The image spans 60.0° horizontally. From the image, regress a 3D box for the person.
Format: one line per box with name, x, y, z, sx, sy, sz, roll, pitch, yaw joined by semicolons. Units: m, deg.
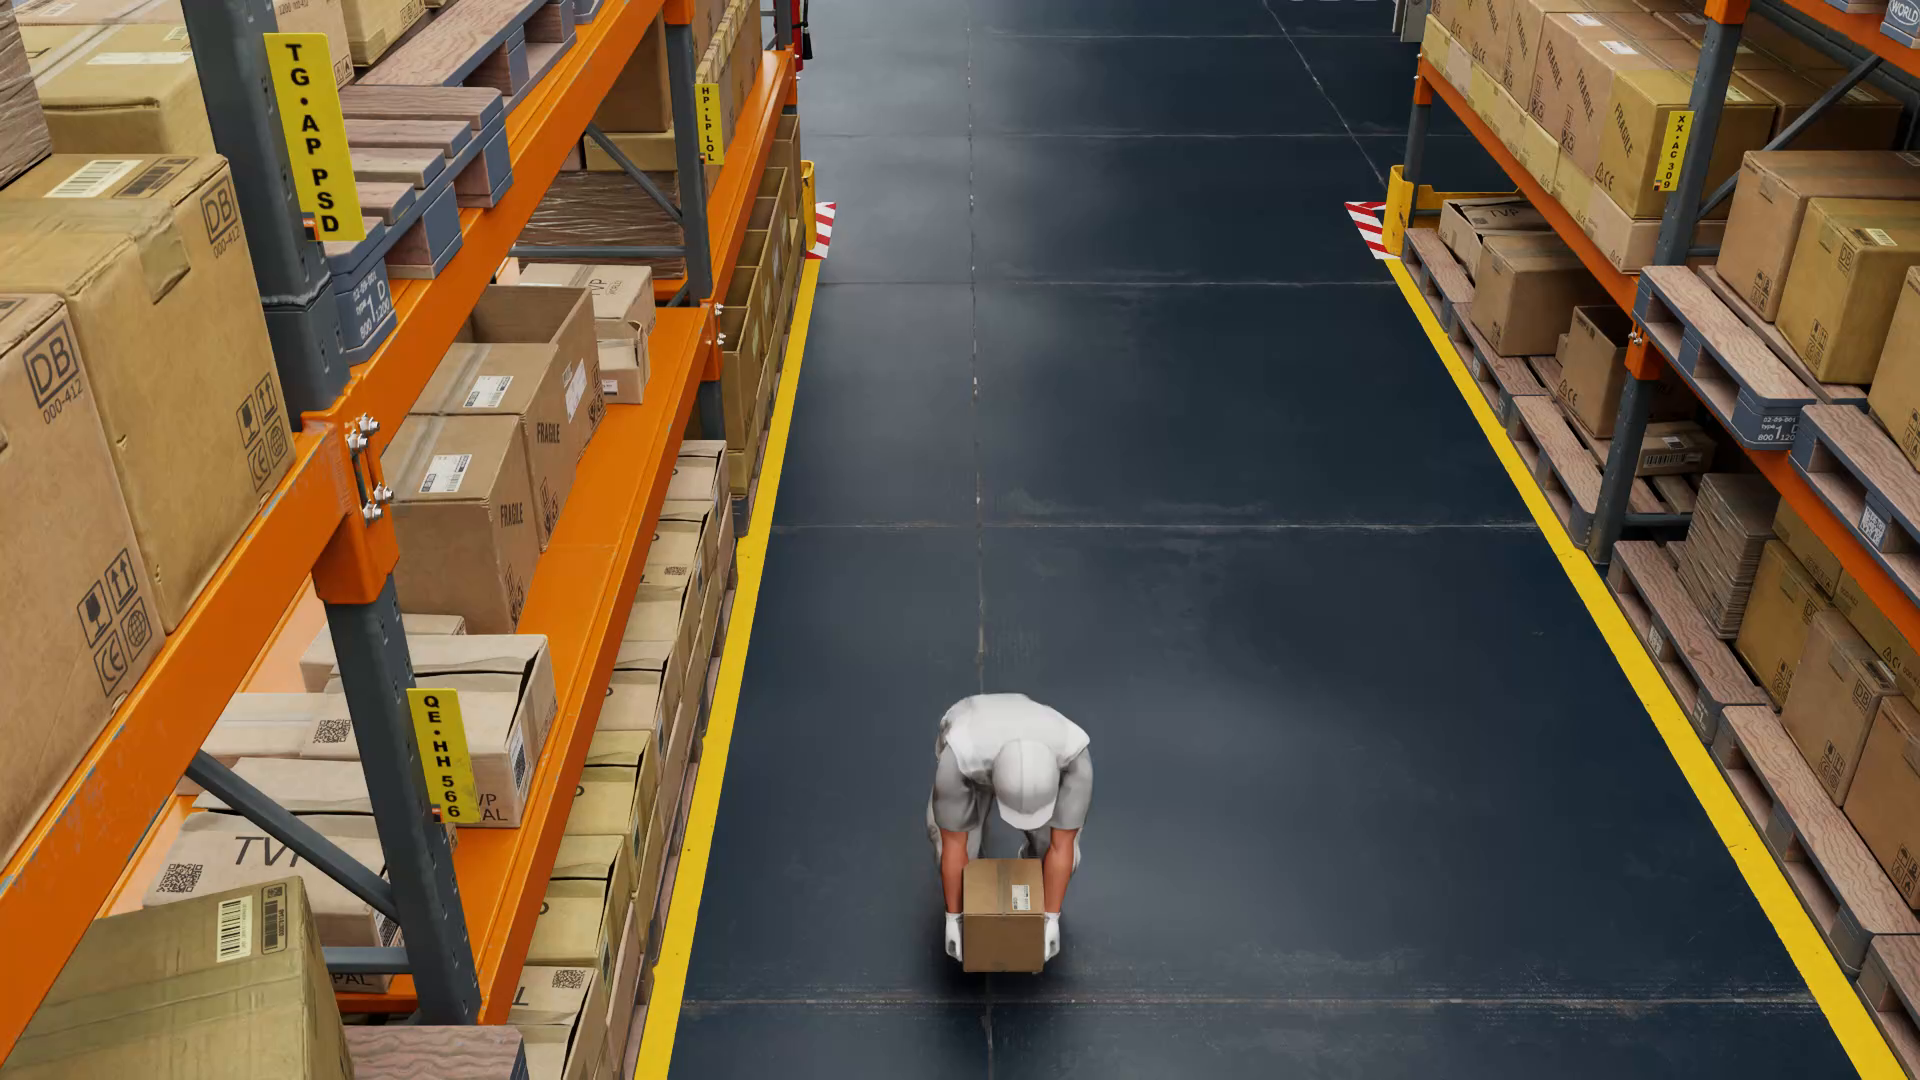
person;0.153;0.870;5.449;0.531;0.997;0.892;-1;31;-1
